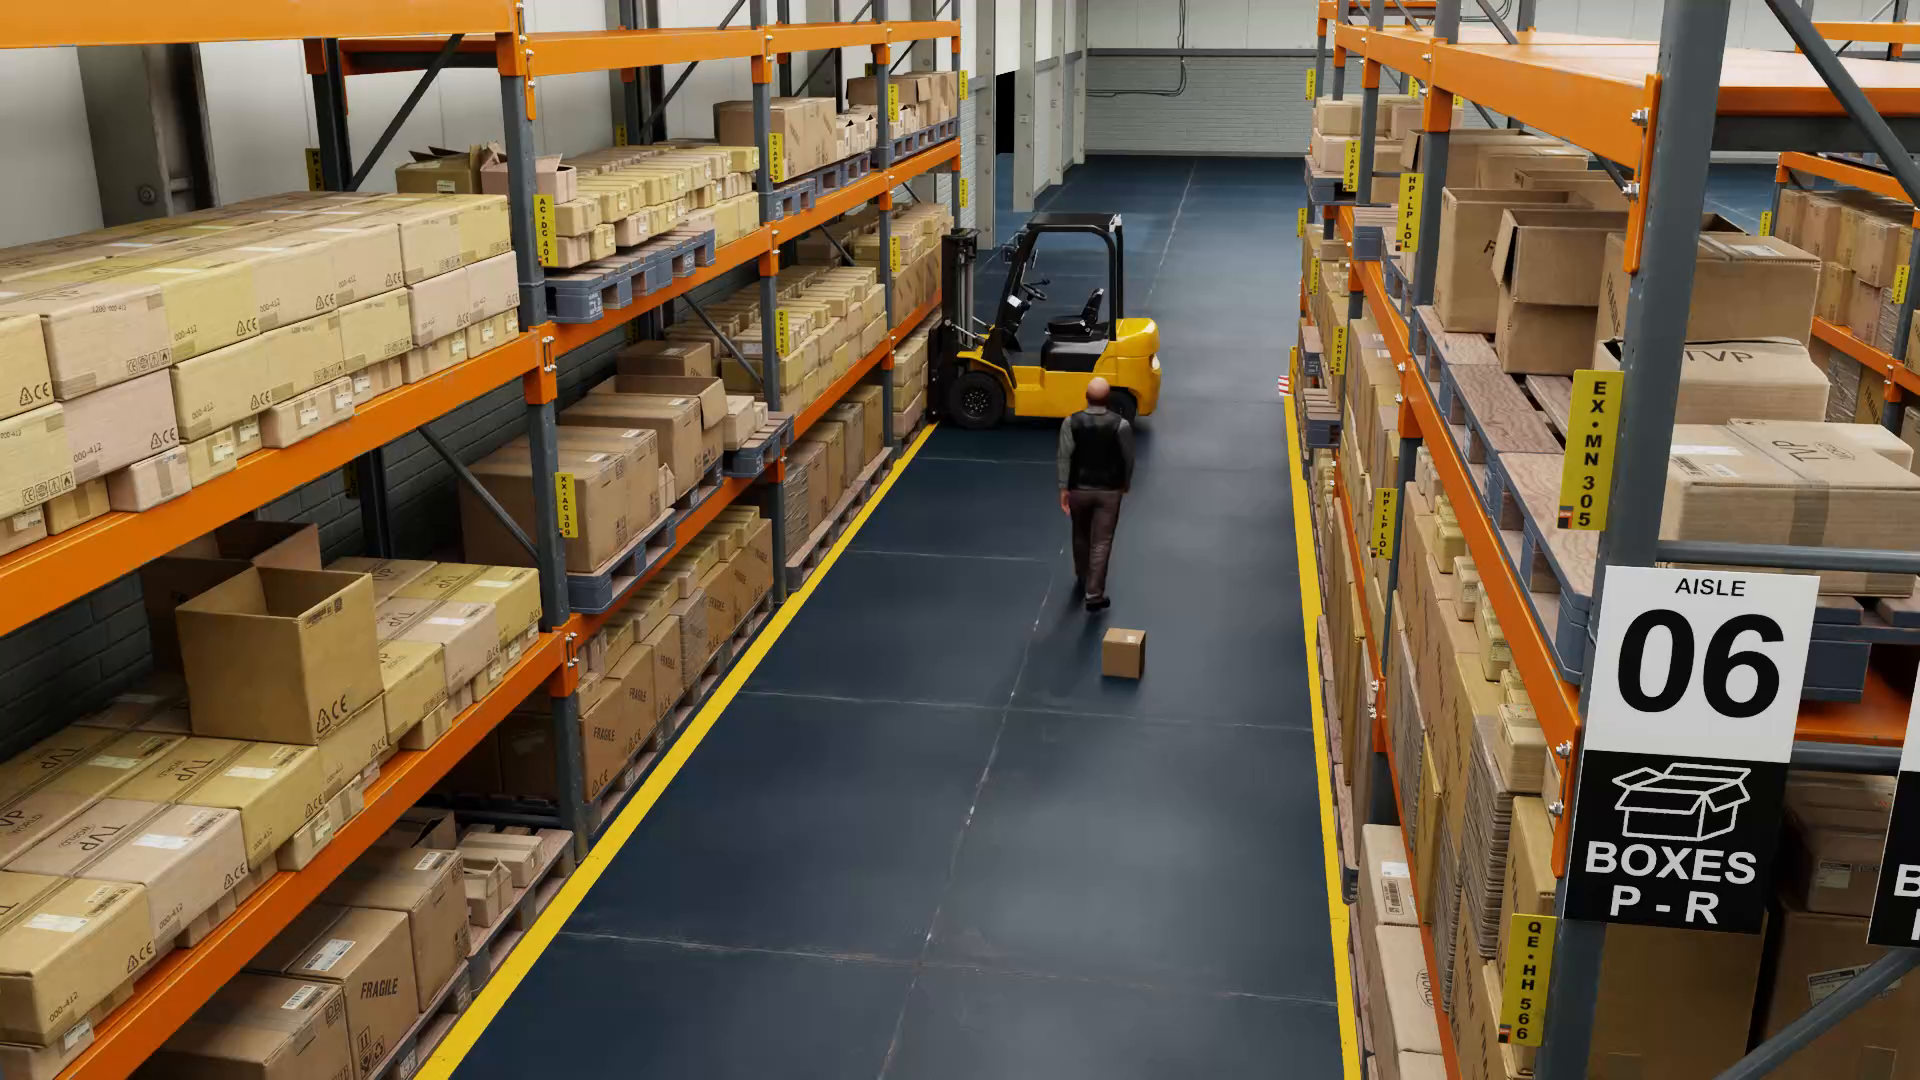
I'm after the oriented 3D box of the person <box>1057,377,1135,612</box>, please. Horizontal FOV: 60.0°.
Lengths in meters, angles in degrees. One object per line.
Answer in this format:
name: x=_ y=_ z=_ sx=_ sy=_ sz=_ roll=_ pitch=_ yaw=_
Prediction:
person: x=1.016 y=-0.388 z=12.259 sx=0.537 sy=1.687 sz=0.956 roll=5 pitch=18 yaw=16
